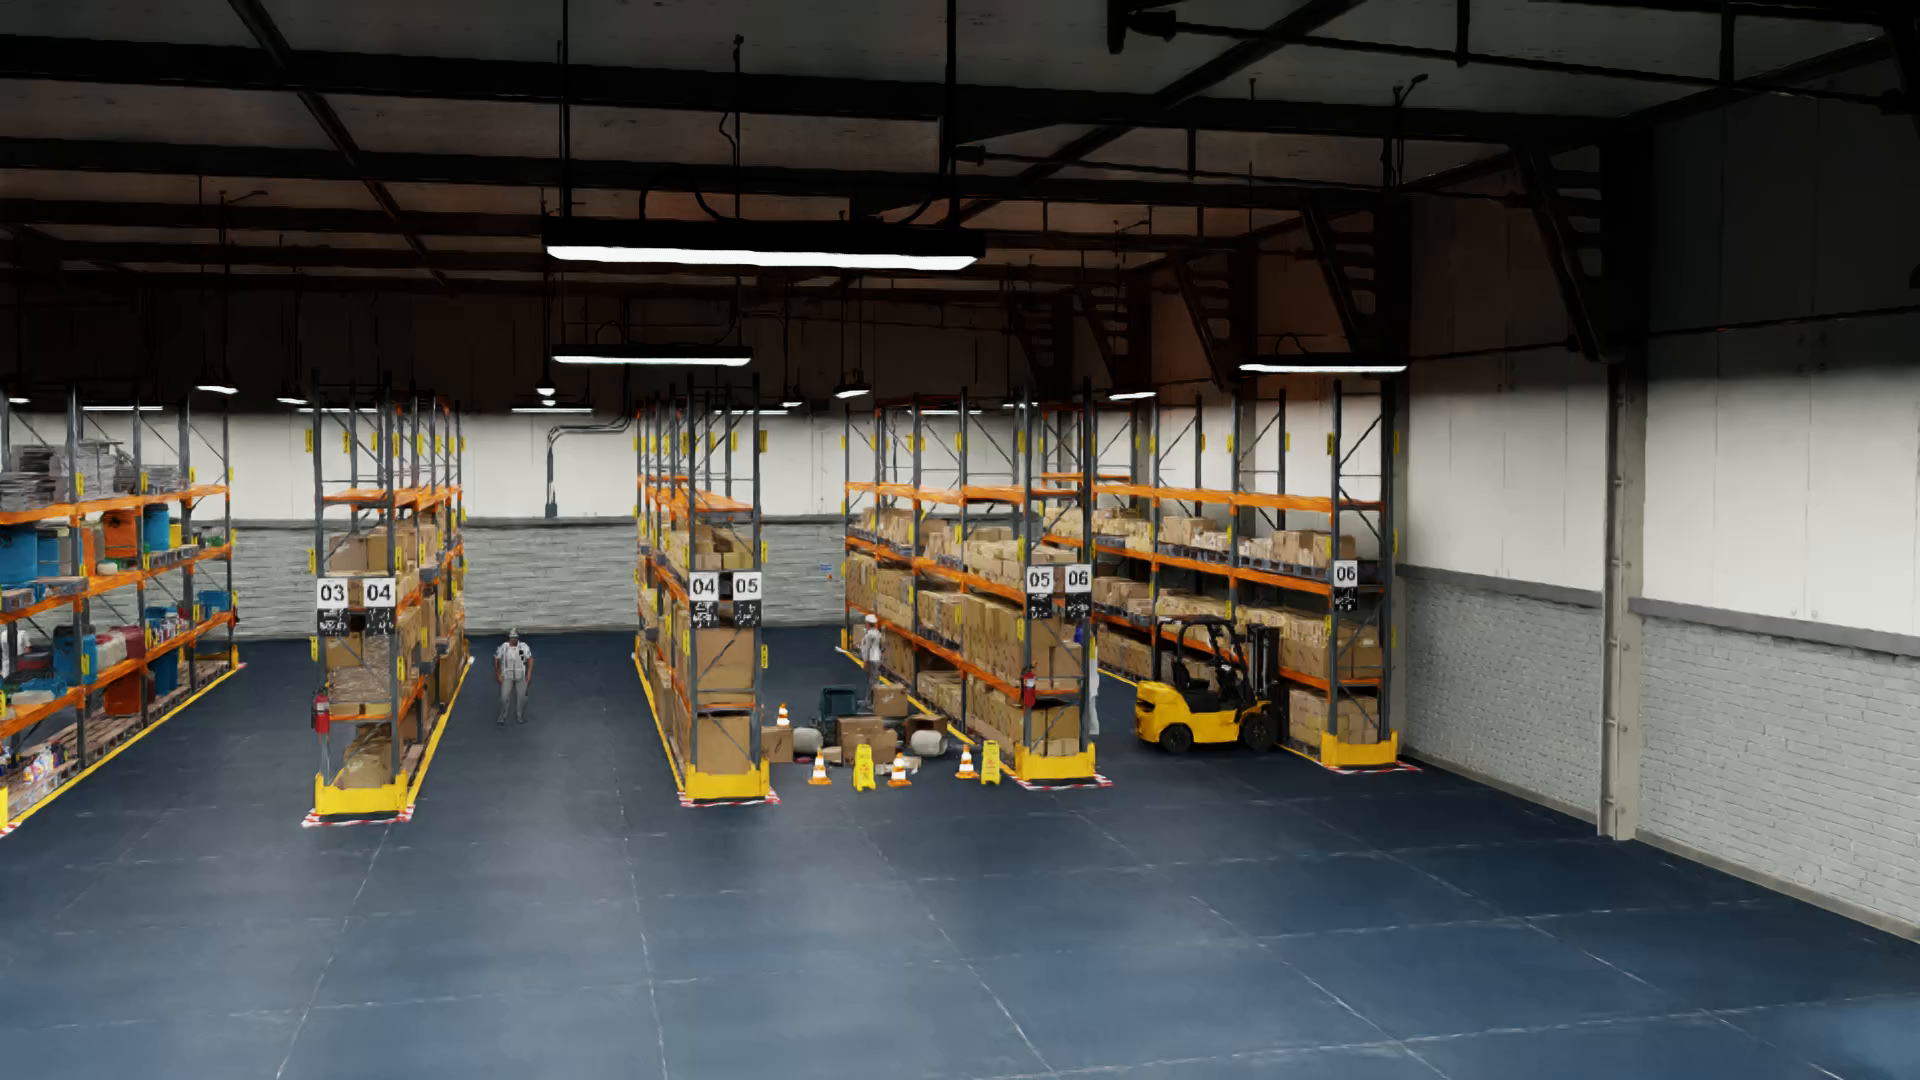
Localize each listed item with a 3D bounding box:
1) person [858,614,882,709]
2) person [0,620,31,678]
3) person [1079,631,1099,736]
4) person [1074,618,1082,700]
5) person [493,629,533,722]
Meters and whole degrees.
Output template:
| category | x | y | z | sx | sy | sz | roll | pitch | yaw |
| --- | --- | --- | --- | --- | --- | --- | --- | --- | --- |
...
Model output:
| category | x | y | z | sx | sy | sz | roll | pitch | yaw |
| --- | --- | --- | --- | --- | --- | --- | --- | --- | --- |
| person | -1.709 | 2.284 | 31.531 | 0.579 | 1.768 | 0.641 | 1 | 3 | 11 |
| person | -17.931 | 2.315 | 31.548 | 0.577 | 1.733 | 1.042 | -1 | 3 | -14 |
| person | 2.155 | 2.448 | 28.576 | 0.547 | 1.782 | 0.636 | 1 | 3 | 17 |
| person | 2.357 | 2.279 | 32.626 | 0.544 | 1.653 | 0.566 | 1 | 3 | 14 |
| person | -8.013 | 2.428 | 29.832 | 0.679 | 1.715 | 0.542 | -1 | 3 | -15 |
